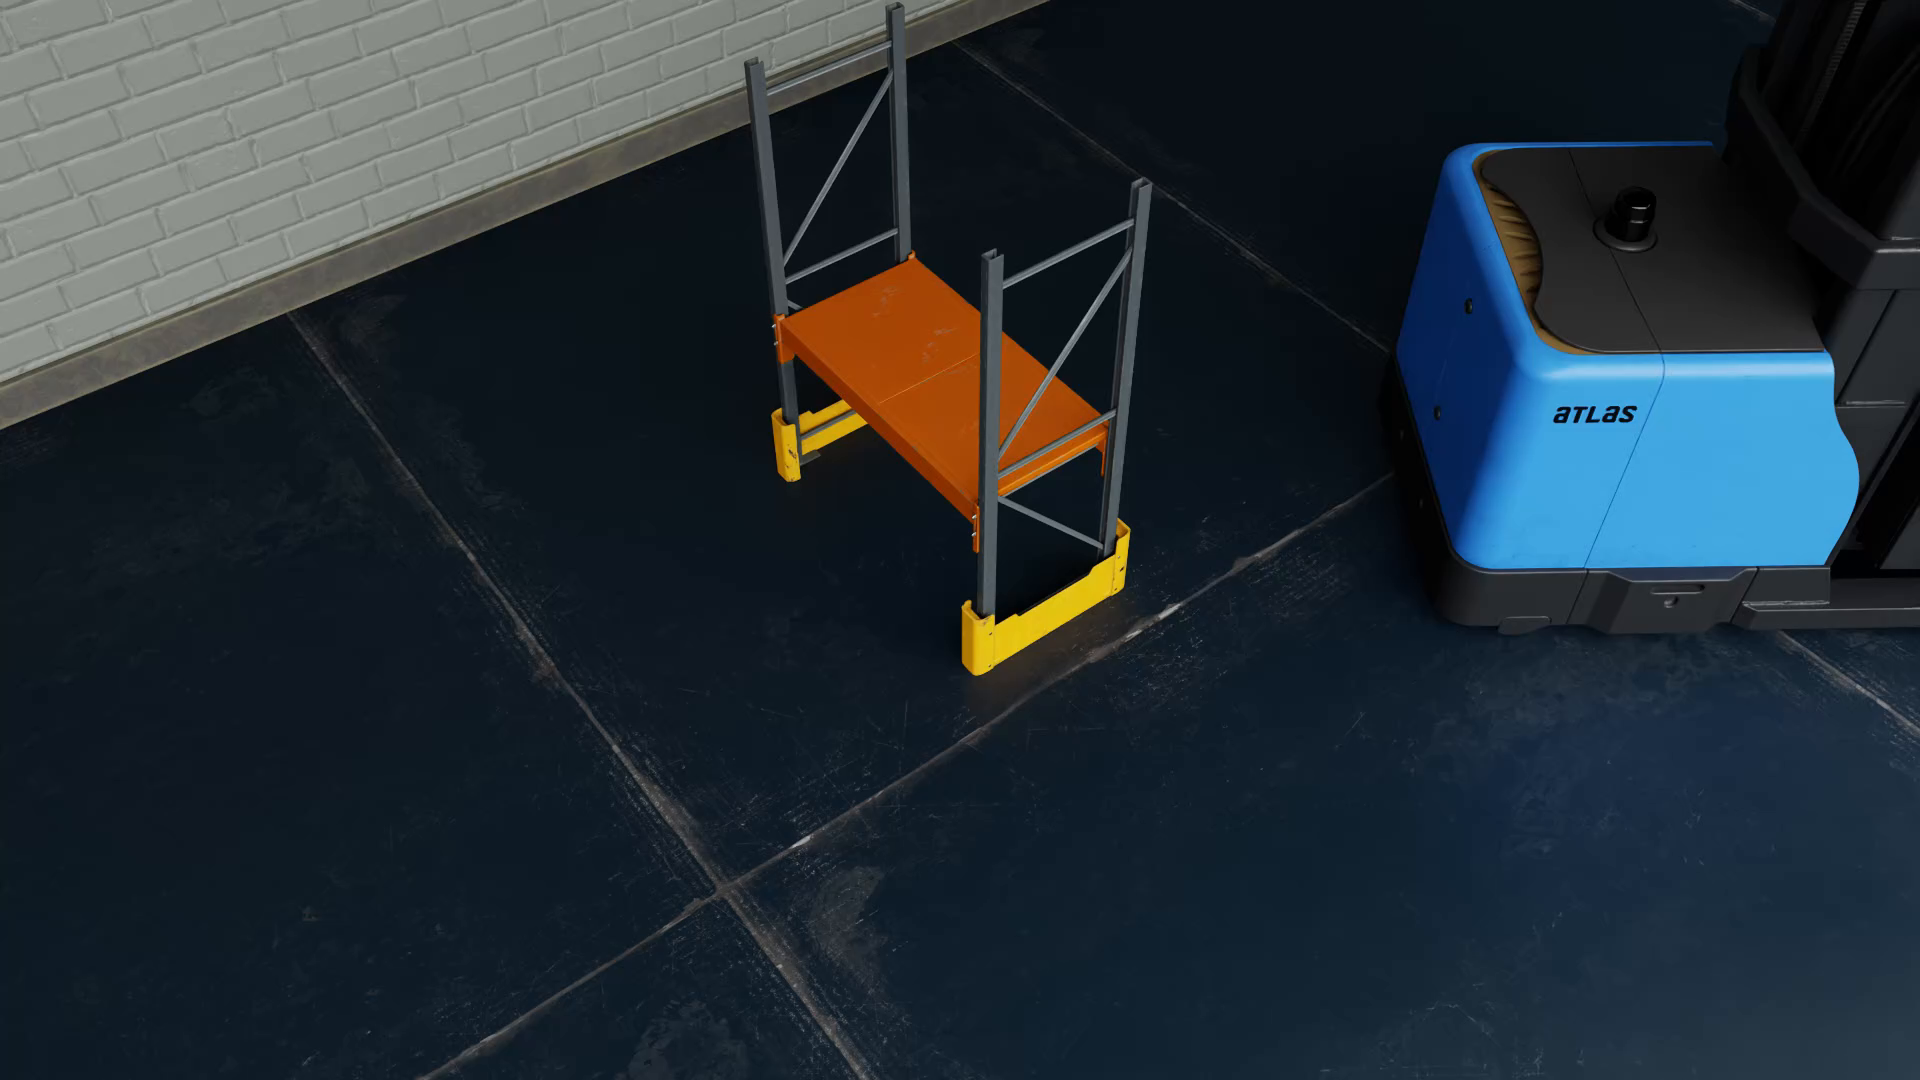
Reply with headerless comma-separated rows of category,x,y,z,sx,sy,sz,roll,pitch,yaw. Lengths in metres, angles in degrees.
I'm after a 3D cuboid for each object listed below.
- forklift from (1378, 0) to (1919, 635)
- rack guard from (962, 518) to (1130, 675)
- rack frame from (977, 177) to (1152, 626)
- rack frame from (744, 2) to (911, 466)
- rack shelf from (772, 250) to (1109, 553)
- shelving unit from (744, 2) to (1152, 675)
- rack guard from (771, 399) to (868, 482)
forklift,2.919,-1.089,4.259,3.031,2.935,1.130,-1,48,-1
rack guard,0.255,0.165,4.932,0.587,0.250,0.087,-29,54,-24
rack frame,0.256,-0.254,4.468,0.500,1.500,0.032,-29,54,-24
rack frame,-0.359,-0.854,5.012,0.500,1.500,0.032,-29,54,-24
rack shelf,-0.052,-0.433,4.873,0.538,0.185,1.000,-29,54,-24
shelving unit,-0.046,-0.549,4.735,0.587,1.500,1.083,-29,54,-24
rack guard,-0.348,-0.423,5.464,0.587,0.250,0.087,-29,54,-24
